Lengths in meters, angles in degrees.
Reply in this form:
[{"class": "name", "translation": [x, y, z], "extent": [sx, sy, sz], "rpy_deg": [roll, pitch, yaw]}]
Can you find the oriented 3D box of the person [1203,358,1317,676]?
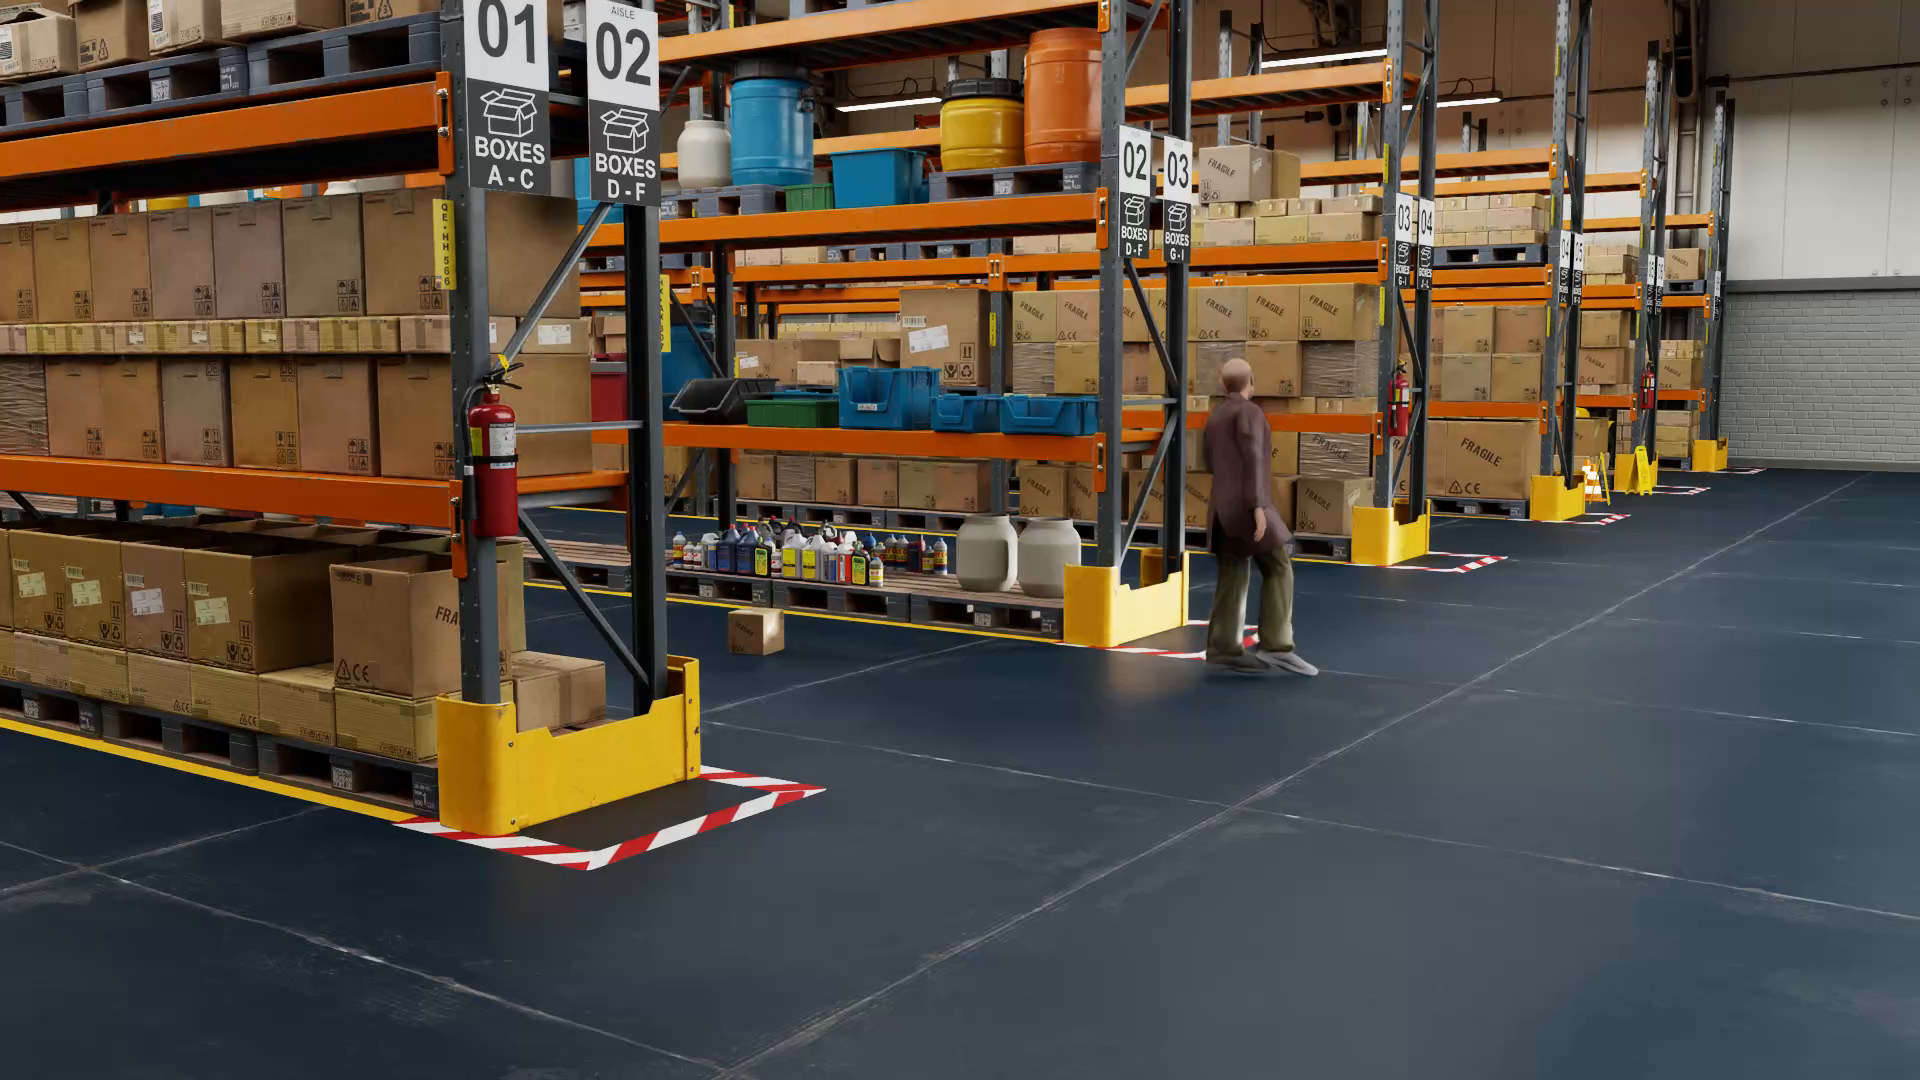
[{"class": "person", "translation": [1.644, -0.137, 9.458], "extent": [0.598, 1.781, 0.658], "rpy_deg": [-2, 6, -18]}]
